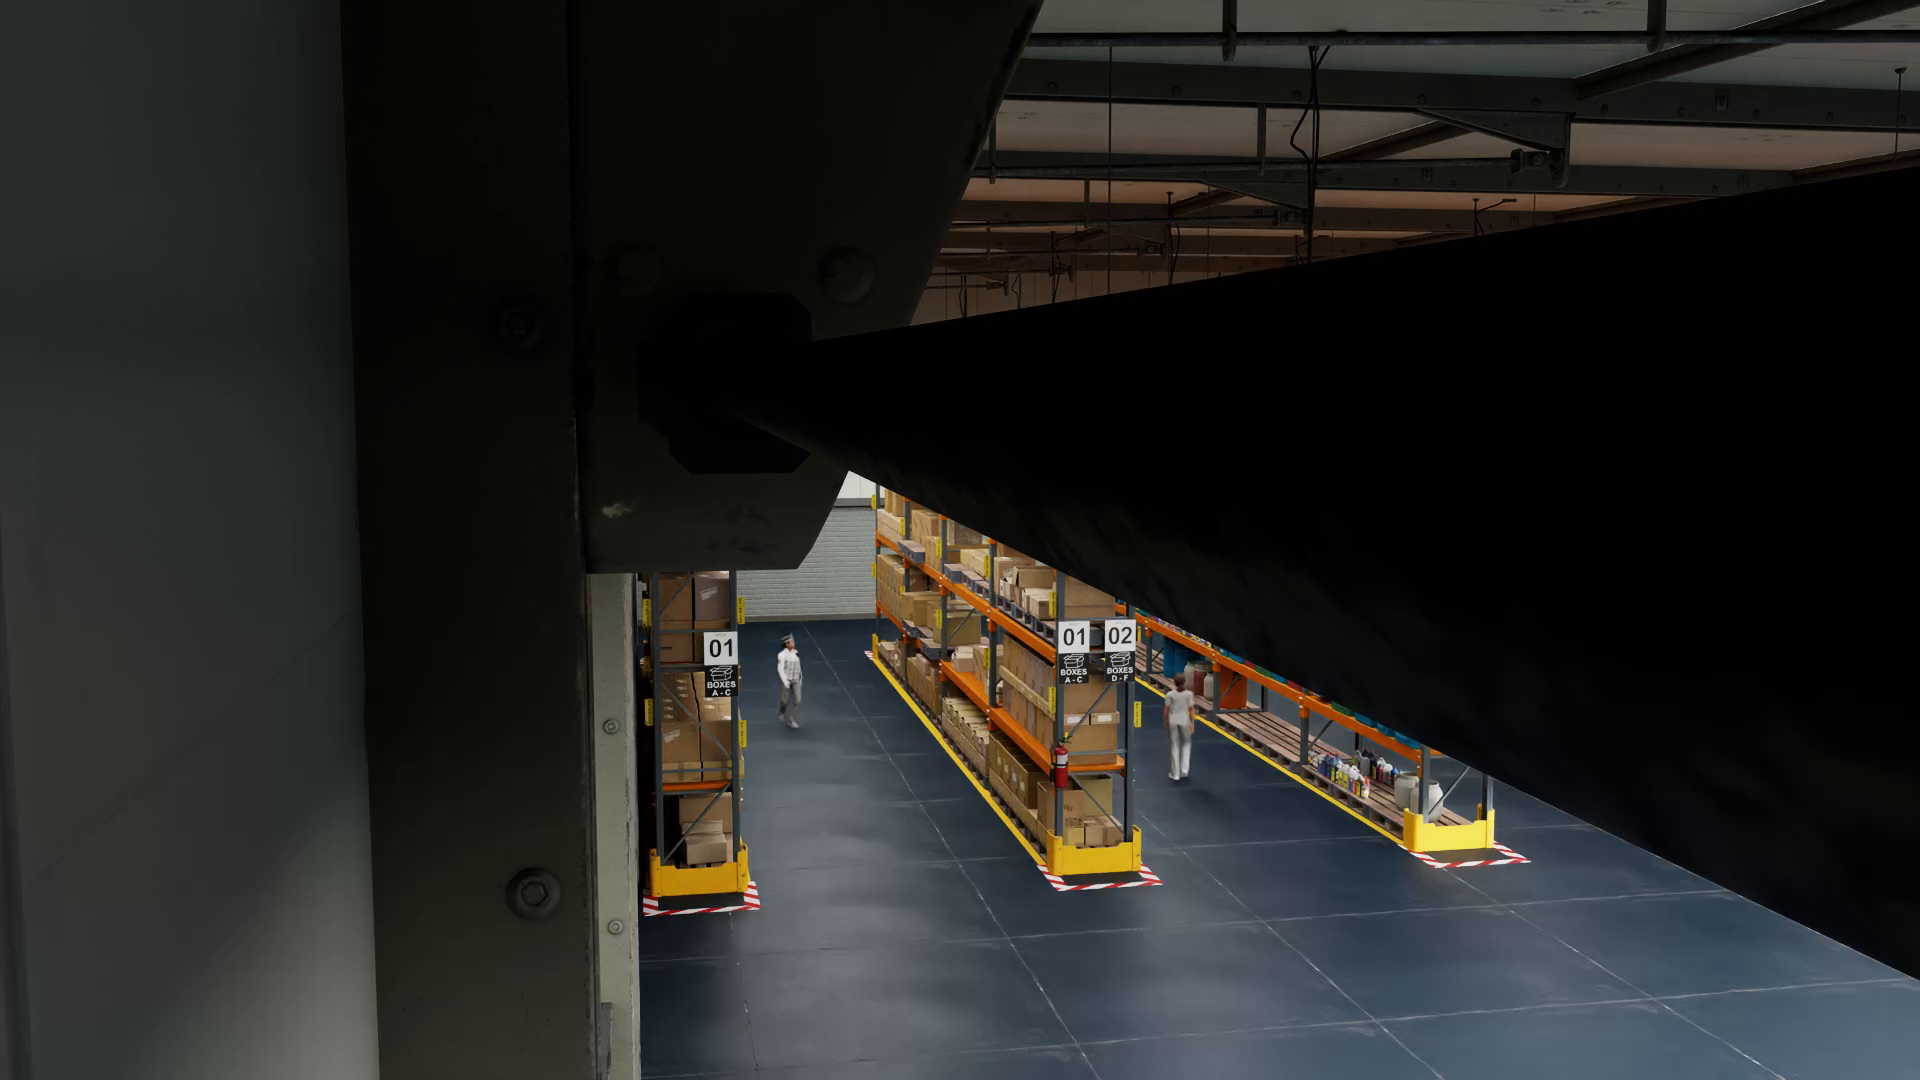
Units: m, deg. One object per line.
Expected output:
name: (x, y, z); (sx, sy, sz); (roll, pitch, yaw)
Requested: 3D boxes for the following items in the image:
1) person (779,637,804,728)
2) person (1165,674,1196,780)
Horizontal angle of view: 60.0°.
person: (-2.950, 2.515, 29.424); (0.613, 1.632, 0.731); (-4, 7, -33)
person: (3.412, 2.894, 25.714); (0.500, 1.711, 0.662); (3, 6, 23)
